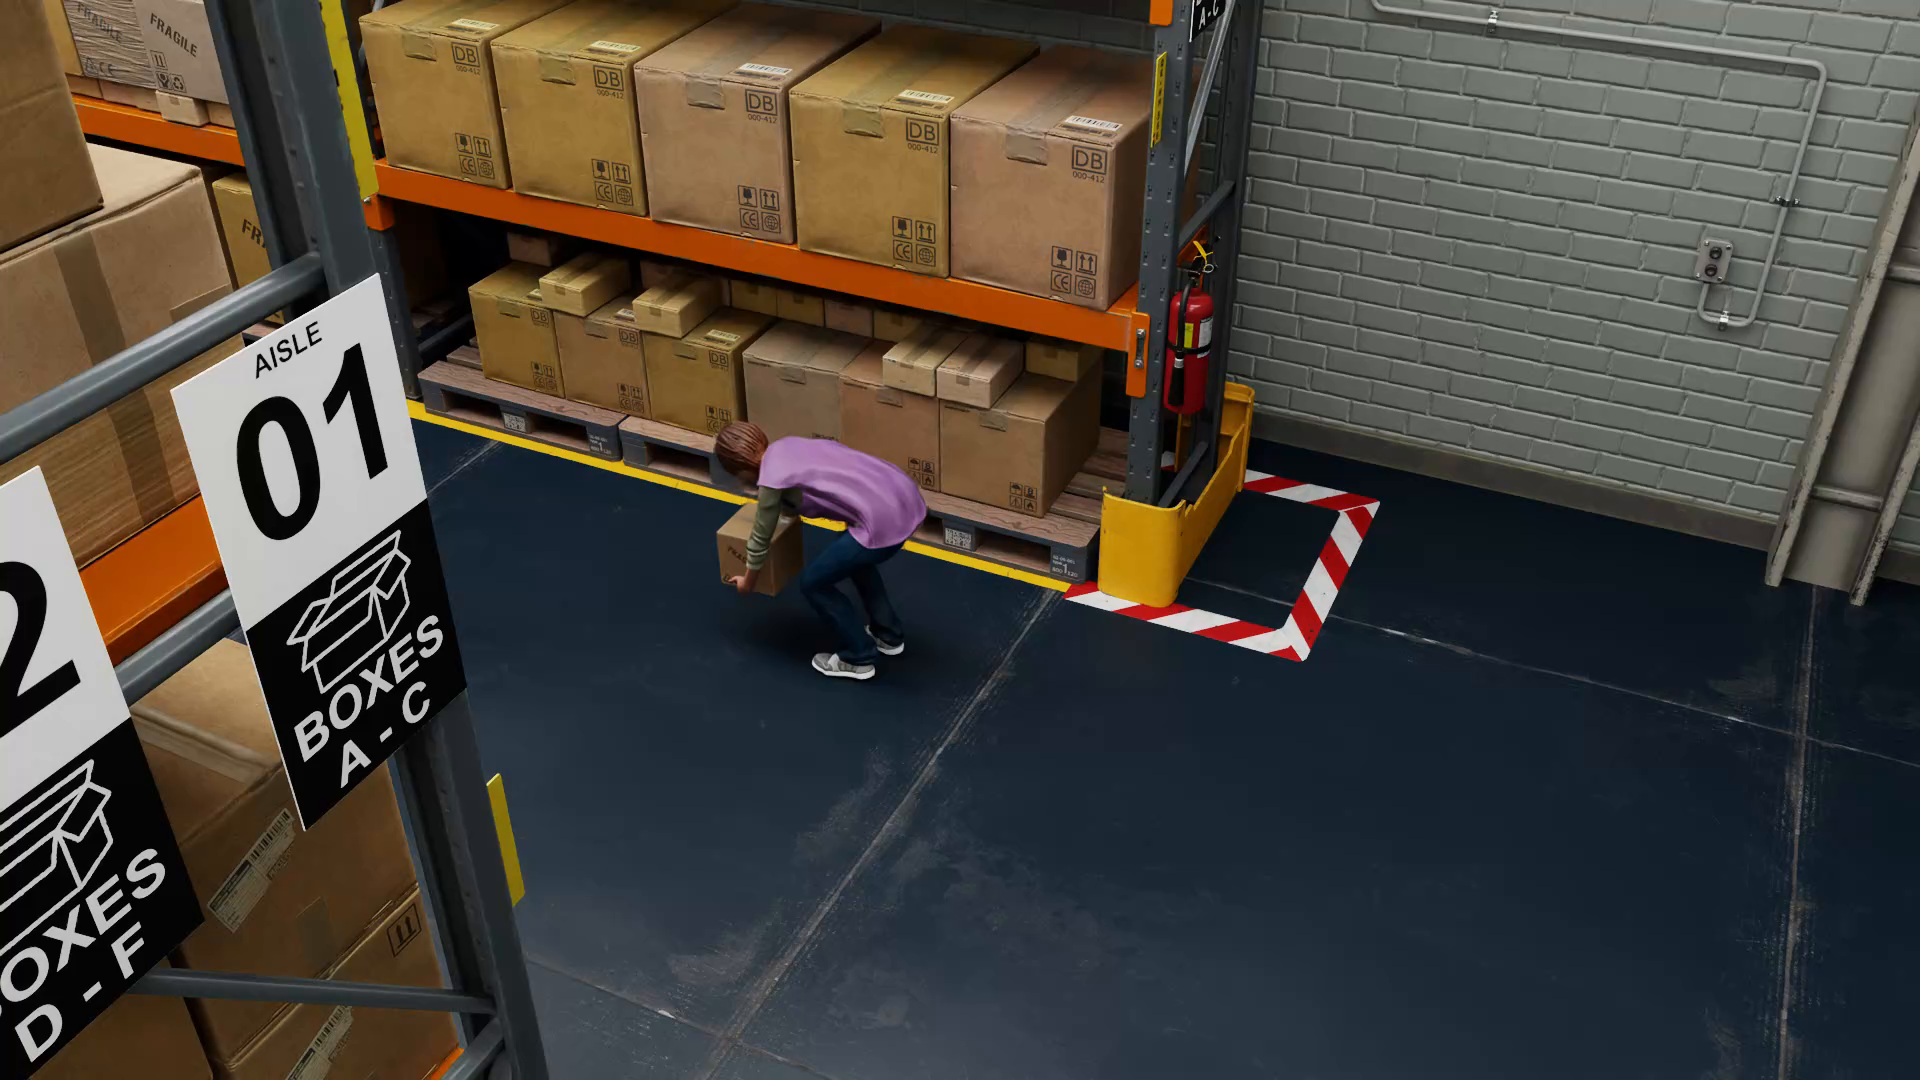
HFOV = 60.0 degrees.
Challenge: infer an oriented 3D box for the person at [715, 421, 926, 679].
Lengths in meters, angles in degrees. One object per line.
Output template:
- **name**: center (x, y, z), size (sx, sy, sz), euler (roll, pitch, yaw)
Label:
- **person**: center (-0.551, 0.045, 6.602), size (0.857, 1.018, 0.376), euler (13, 36, 18)
